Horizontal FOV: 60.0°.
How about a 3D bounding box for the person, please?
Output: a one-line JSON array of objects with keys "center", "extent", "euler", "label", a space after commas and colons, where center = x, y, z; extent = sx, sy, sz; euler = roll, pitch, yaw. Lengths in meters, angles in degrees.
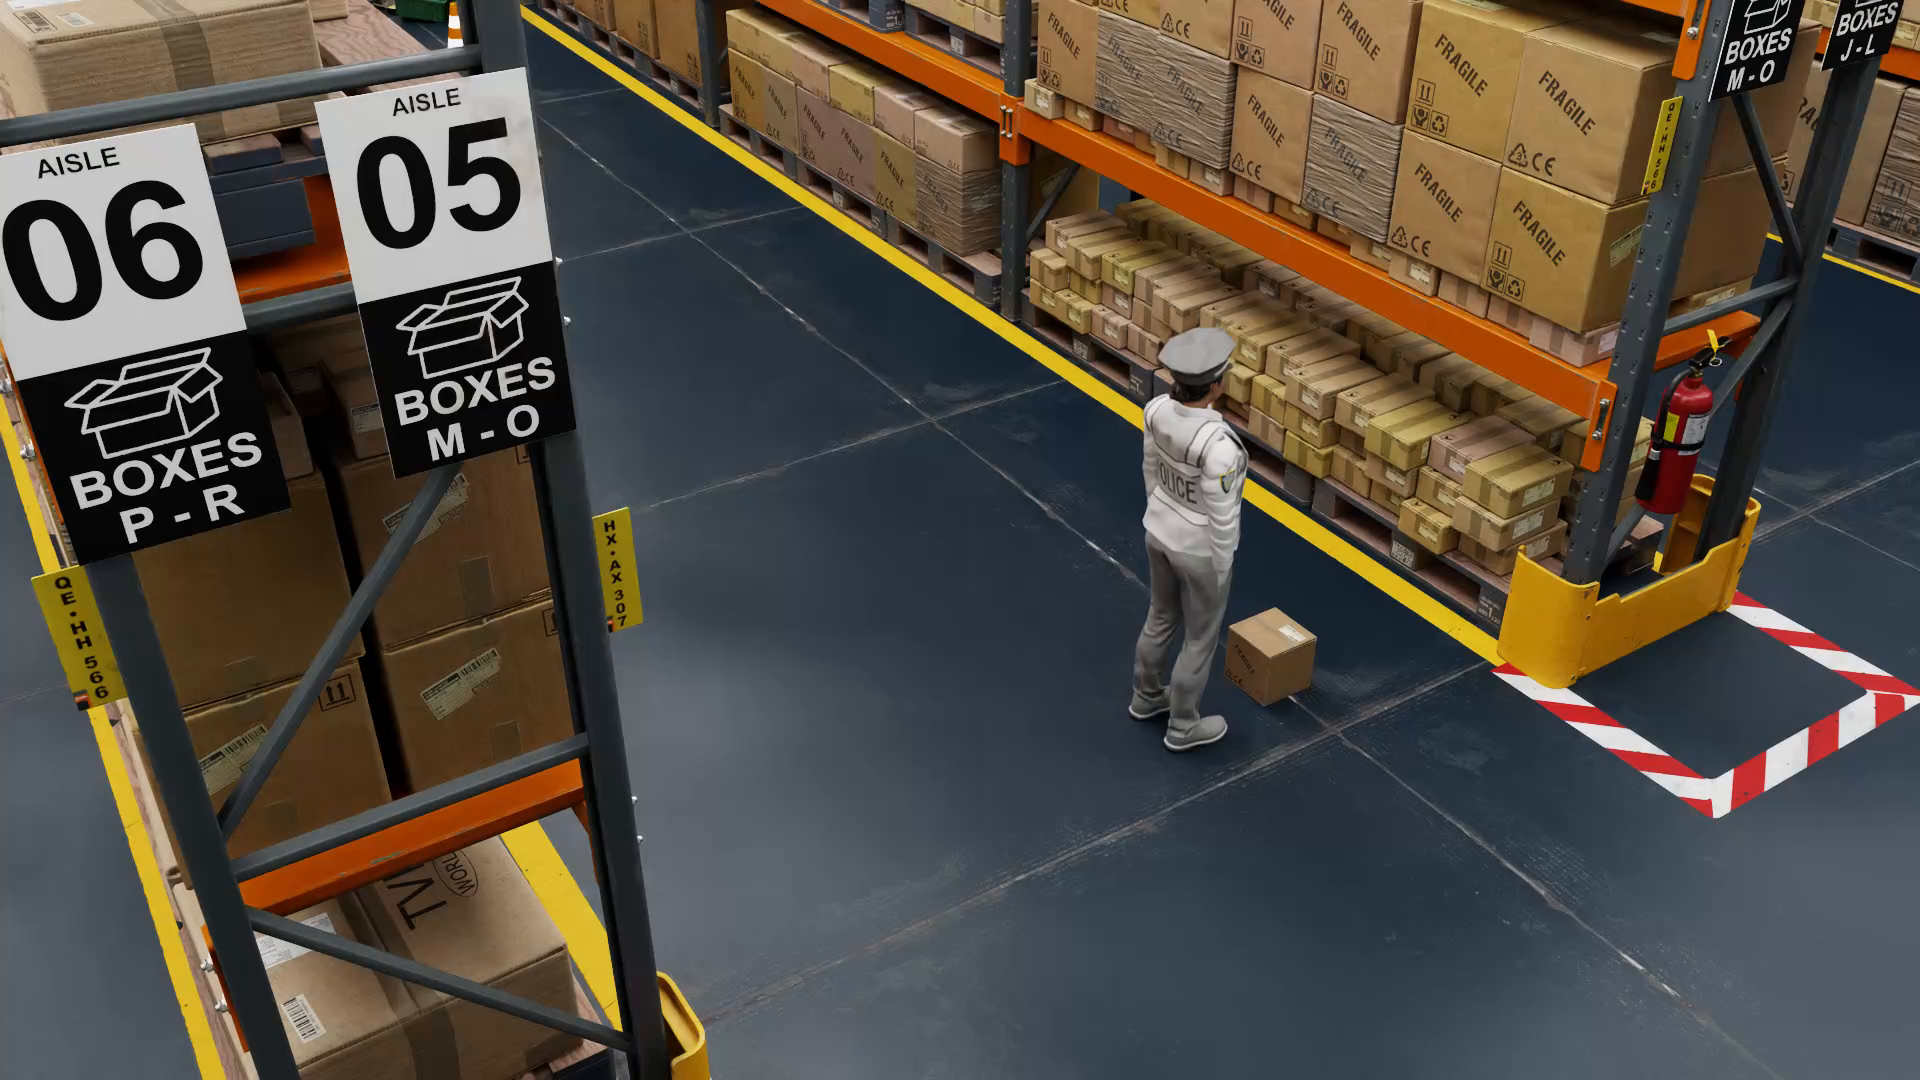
[{"center": [0.847, 0.006, 6.117], "extent": [0.336, 1.679, 0.465], "euler": [-18, 37, -26], "label": "person"}]
